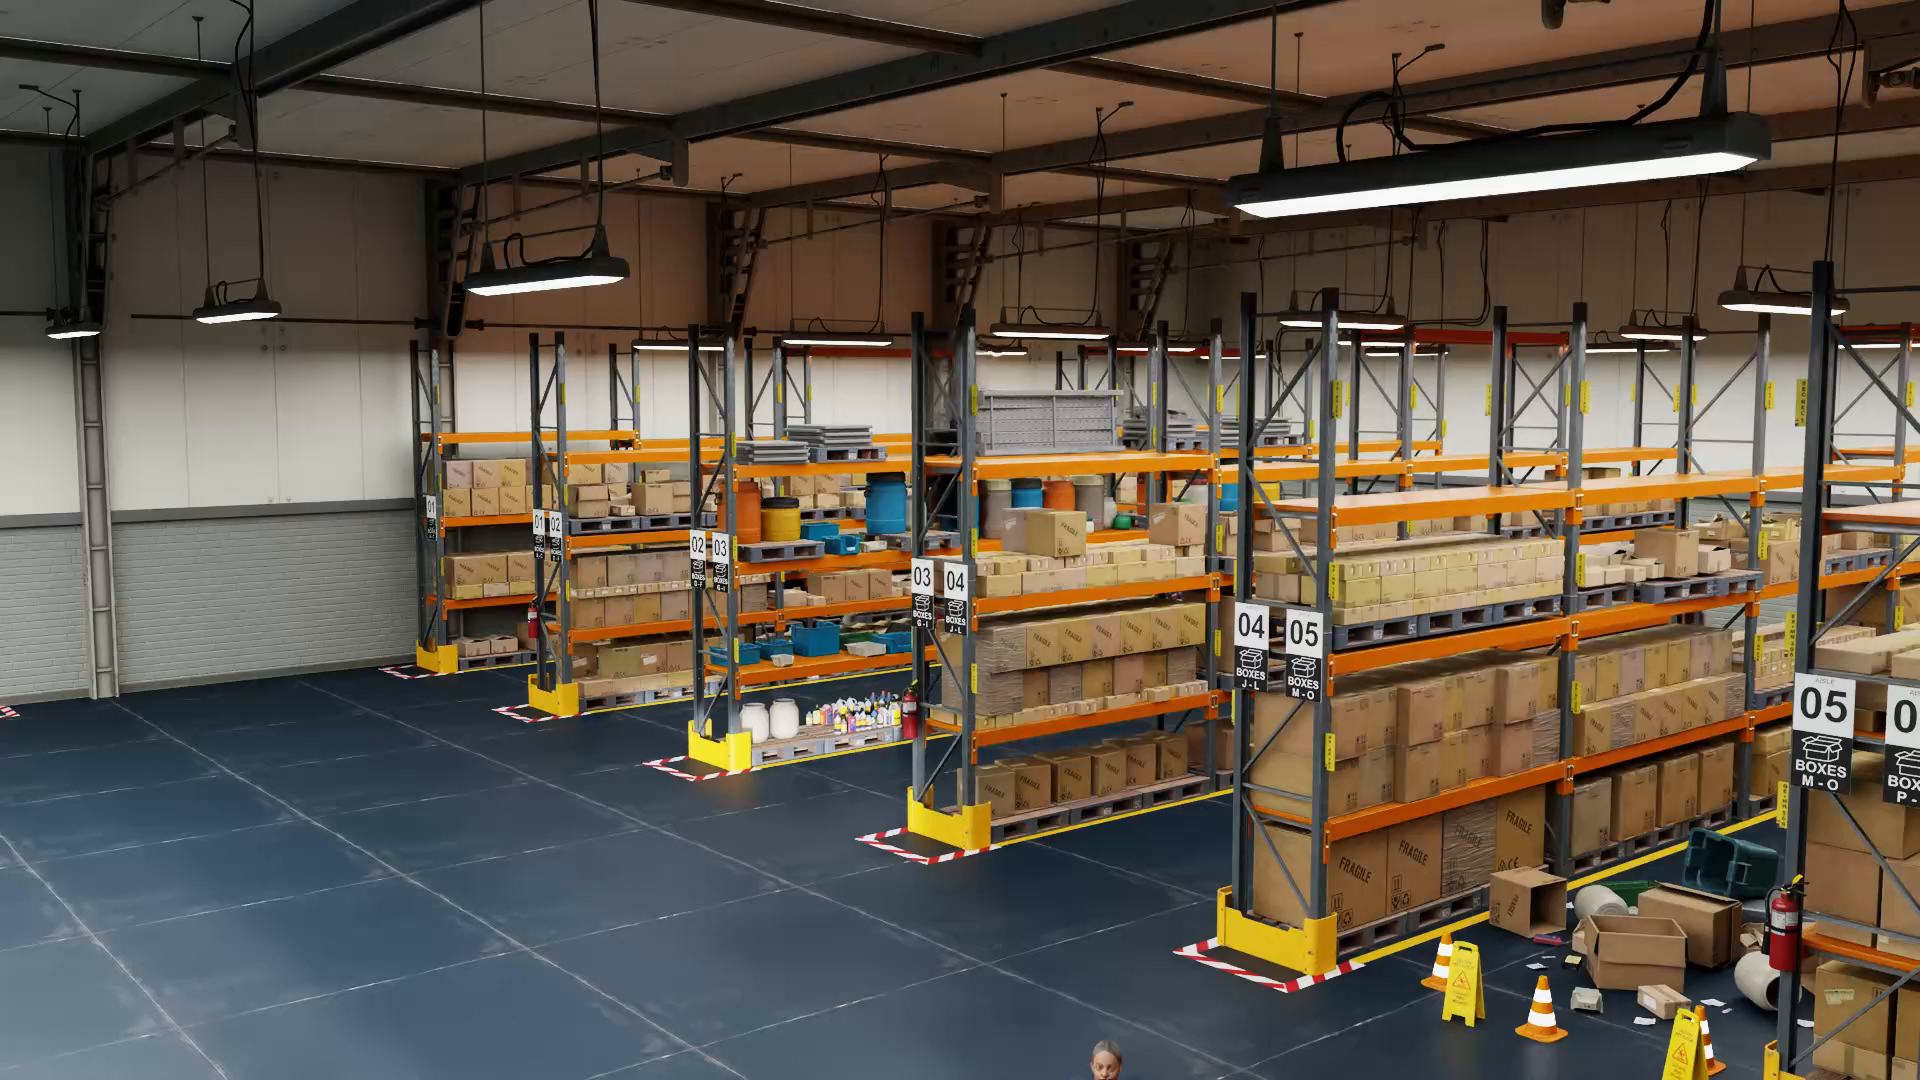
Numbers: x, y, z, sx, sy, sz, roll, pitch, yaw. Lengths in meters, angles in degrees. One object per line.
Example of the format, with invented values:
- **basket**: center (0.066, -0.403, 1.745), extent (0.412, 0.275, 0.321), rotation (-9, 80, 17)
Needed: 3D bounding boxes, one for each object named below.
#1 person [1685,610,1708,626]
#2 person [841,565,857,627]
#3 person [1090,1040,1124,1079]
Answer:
- **person**: center (12.965, 1.520, 29.558), extent (0.724, 1.762, 1.072), rotation (-1, 5, -14)
- **person**: center (-2.134, 1.296, 32.271), extent (0.909, 1.813, 0.608), rotation (-4, 7, -39)
- **person**: center (0.807, 3.530, 9.059), extent (0.608, 1.701, 0.894), rotation (1, 5, 7)
